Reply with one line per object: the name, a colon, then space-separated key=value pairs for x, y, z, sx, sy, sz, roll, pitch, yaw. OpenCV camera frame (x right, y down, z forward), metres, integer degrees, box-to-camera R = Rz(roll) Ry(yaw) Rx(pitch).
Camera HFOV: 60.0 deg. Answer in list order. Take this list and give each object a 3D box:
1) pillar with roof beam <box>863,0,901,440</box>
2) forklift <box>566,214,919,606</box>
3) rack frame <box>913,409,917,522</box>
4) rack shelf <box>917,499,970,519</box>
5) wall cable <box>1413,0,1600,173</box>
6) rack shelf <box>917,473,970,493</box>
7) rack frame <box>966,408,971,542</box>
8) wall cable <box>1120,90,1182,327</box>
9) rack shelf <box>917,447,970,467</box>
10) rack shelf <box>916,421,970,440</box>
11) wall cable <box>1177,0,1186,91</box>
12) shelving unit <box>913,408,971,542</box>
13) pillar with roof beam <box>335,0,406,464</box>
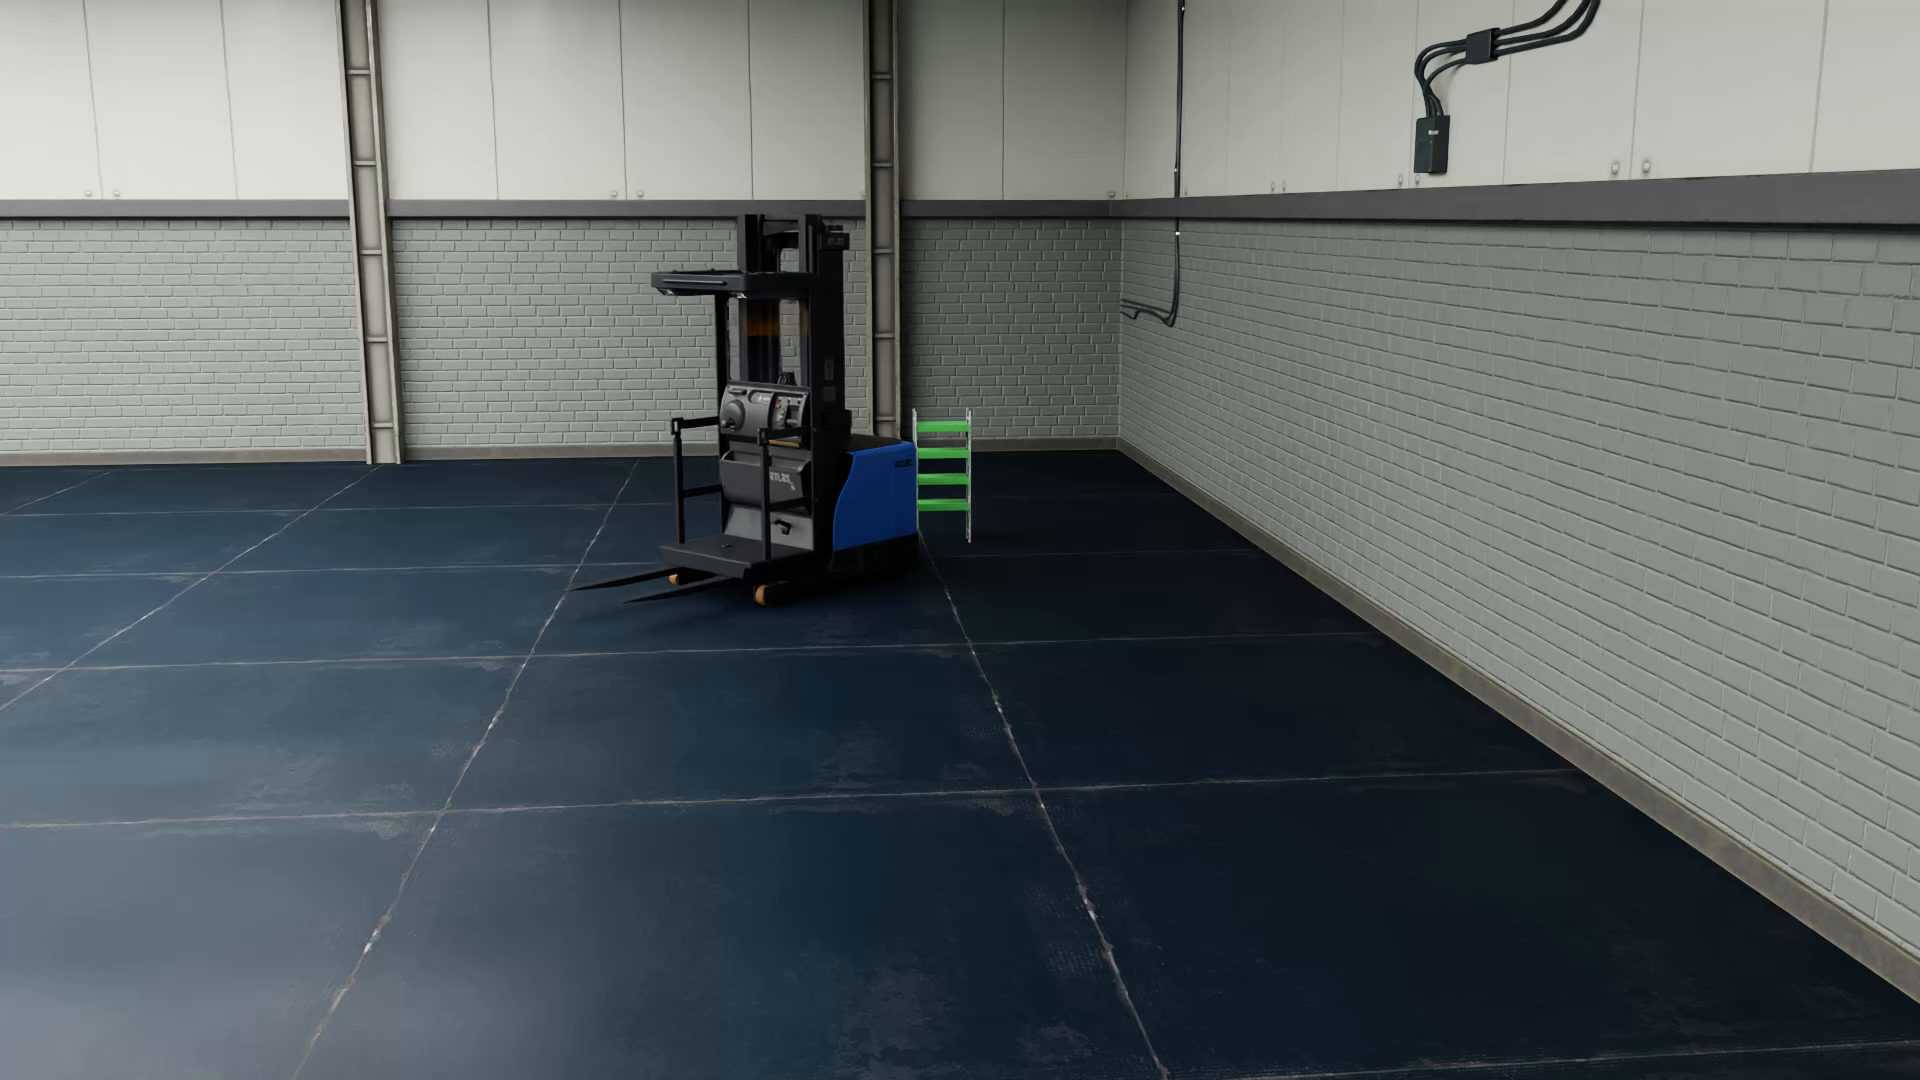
pillar with roof beam: x=-0.475 y=-4.655 z=15.600 sx=0.400 sy=9.000 sz=9.100 roll=-1 pitch=11 yaw=-6
forklift: x=-1.680 y=-1.041 z=12.950 sx=1.130 sy=2.935 sz=3.031 roll=9 pitch=14 yaw=39
rack frame: x=-0.407 y=-0.580 z=15.091 sx=0.015 sy=1.200 sz=0.240 roll=-1 pitch=11 yaw=-6
rack shelf: x=-0.165 y=-0.287 z=15.175 sx=0.480 sy=0.148 sz=0.258 roll=-1 pitch=11 yaw=-6
wall cable: x=3.141 y=-5.136 z=9.231 sx=0.169 sy=6.003 sz=2.305 roll=-1 pitch=11 yaw=-6
rack shelf: x=-0.165 y=-0.523 z=15.129 sx=0.480 sy=0.148 sz=0.258 roll=-1 pitch=11 yaw=-6
rack frame: x=0.078 y=-0.590 z=15.143 sx=0.015 sy=1.200 sz=0.240 roll=-1 pitch=11 yaw=-6
wall cable: x=2.131 y=-3.765 z=19.121 sx=0.112 sy=2.526 sz=3.097 roll=-1 pitch=11 yaw=-6
rack shelf: x=-0.165 y=-0.758 z=15.083 sx=0.480 sy=0.148 sz=0.258 roll=-1 pitch=11 yaw=-6
rack shelf: x=-0.165 y=-0.994 z=15.036 sx=0.480 sy=0.148 sz=0.258 roll=-1 pitch=11 yaw=-6
wall cable: x=2.423 y=-5.724 z=15.995 sx=0.112 sy=2.526 sz=3.097 roll=-1 pitch=11 yaw=-6
shelving unit: x=-0.165 y=-0.585 z=15.117 sx=0.503 sy=1.200 sz=0.258 roll=-1 pitch=11 yaw=-6
pillar with roof beam: x=-6.440 y=-4.530 z=14.964 sx=0.400 sy=9.000 sz=9.100 roll=-1 pitch=11 yaw=-6
